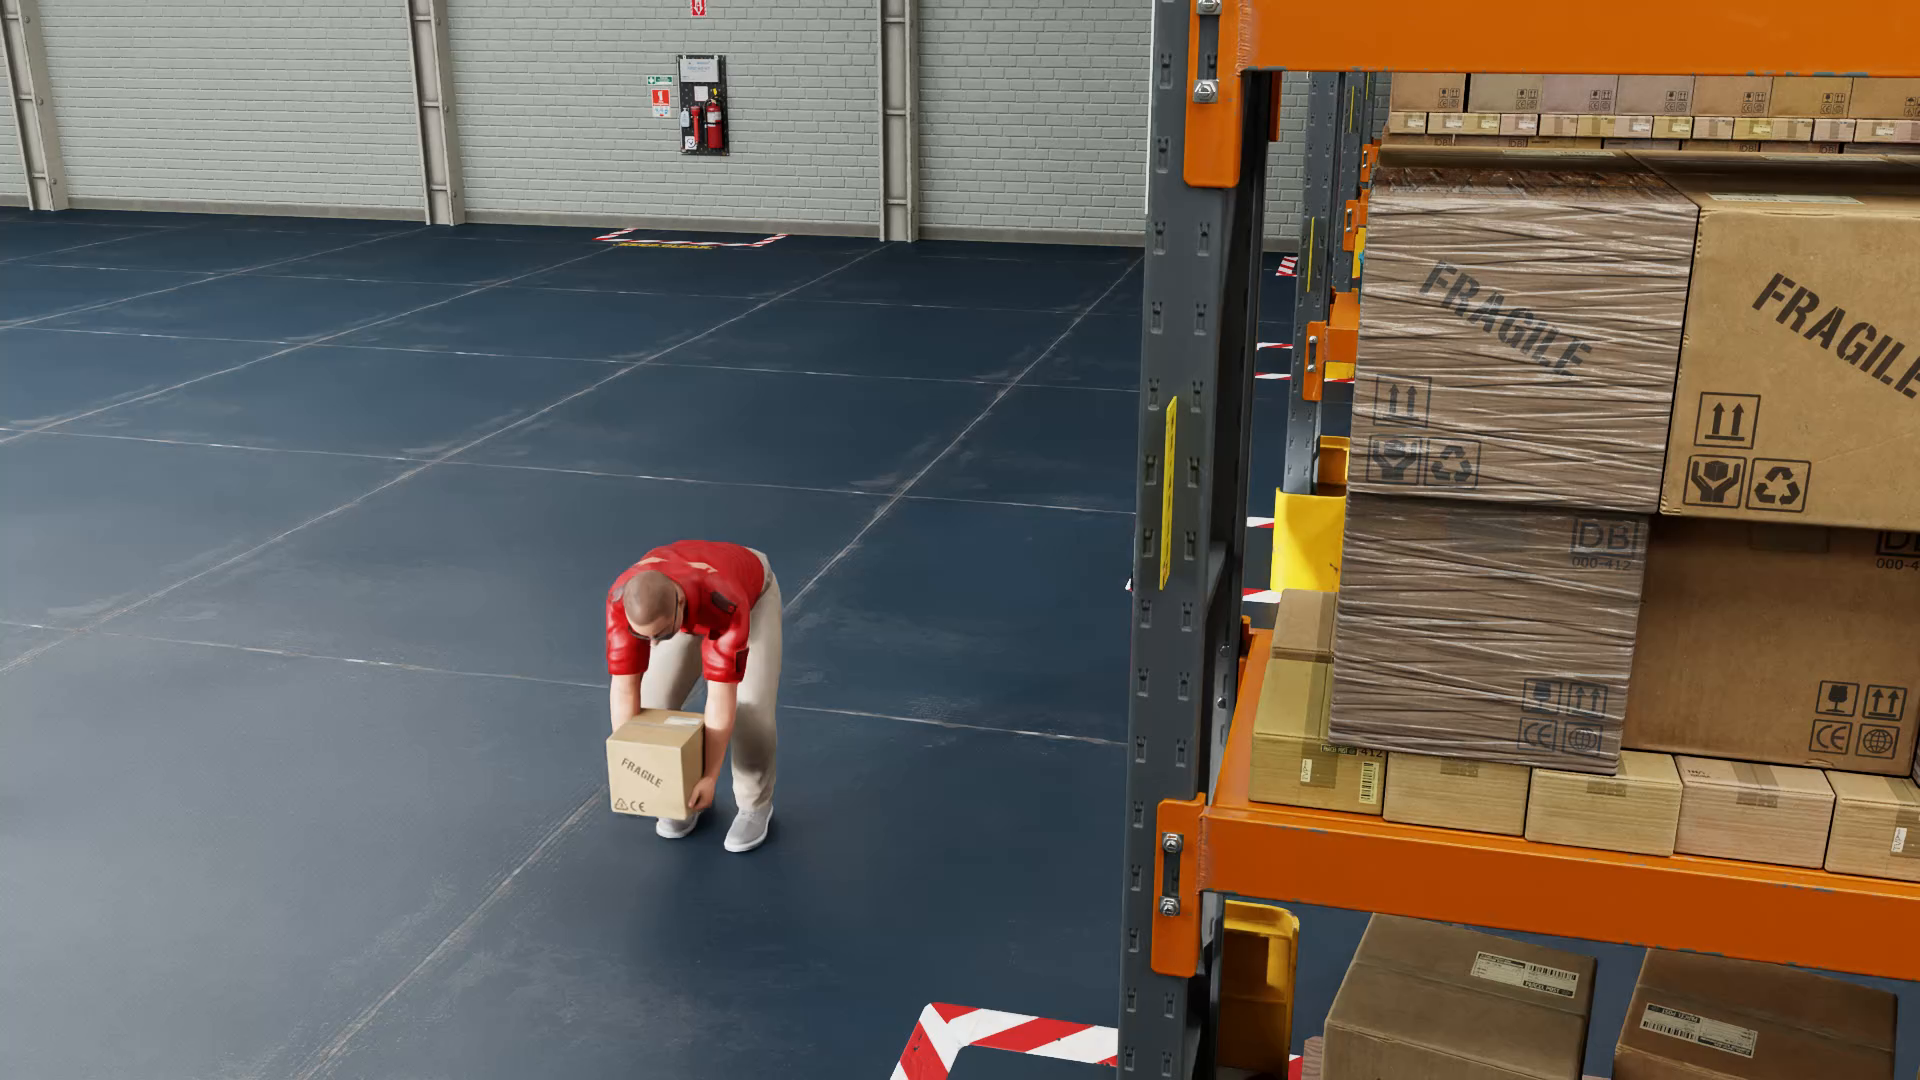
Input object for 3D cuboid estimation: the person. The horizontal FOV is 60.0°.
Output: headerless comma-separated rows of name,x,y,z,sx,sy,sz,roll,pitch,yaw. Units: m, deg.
person,-0.877,0.515,5.482,0.508,1.127,0.937,4,18,11
